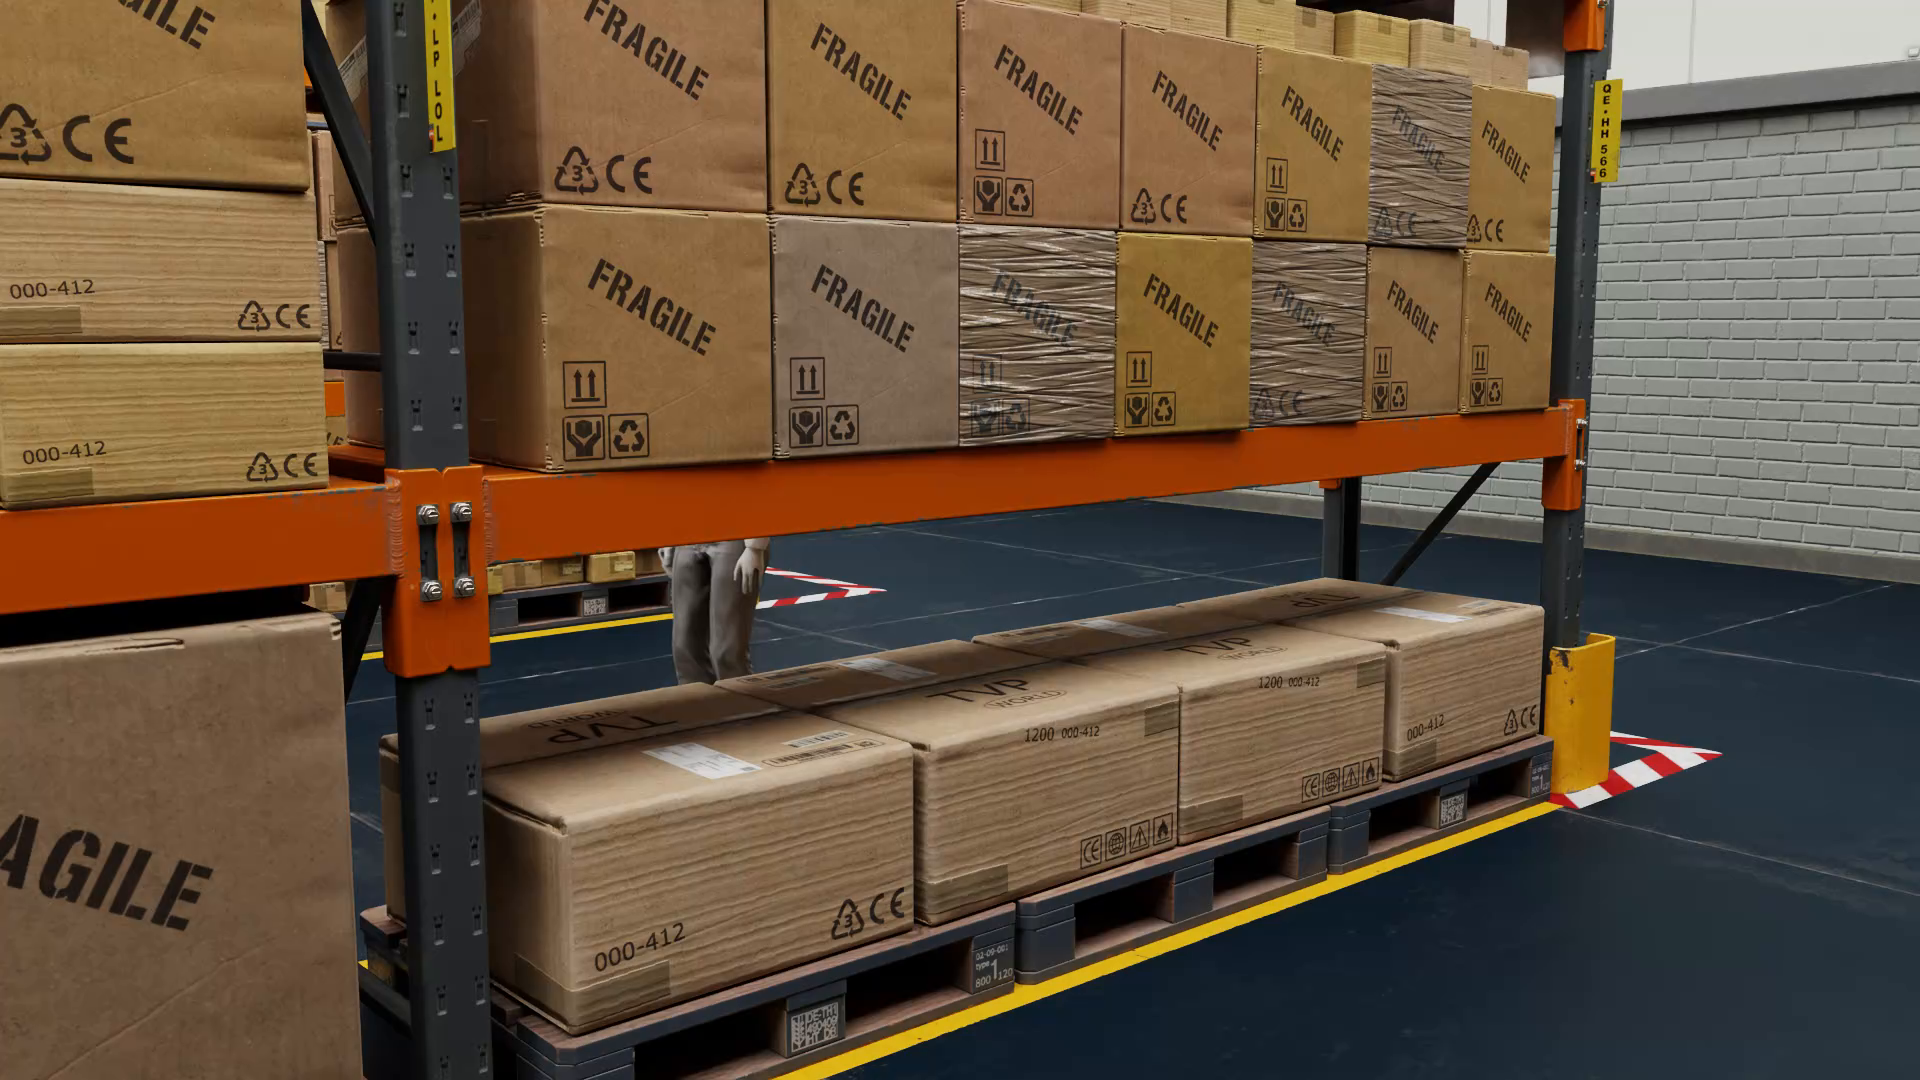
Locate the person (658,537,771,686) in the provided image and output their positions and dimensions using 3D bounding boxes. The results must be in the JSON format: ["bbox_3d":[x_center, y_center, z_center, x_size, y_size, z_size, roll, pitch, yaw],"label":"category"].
[{"bbox_3d":[-0.829,0.015,5.654,0.375,1.664,0.546,-7,11,-44],"label":"person"}]
